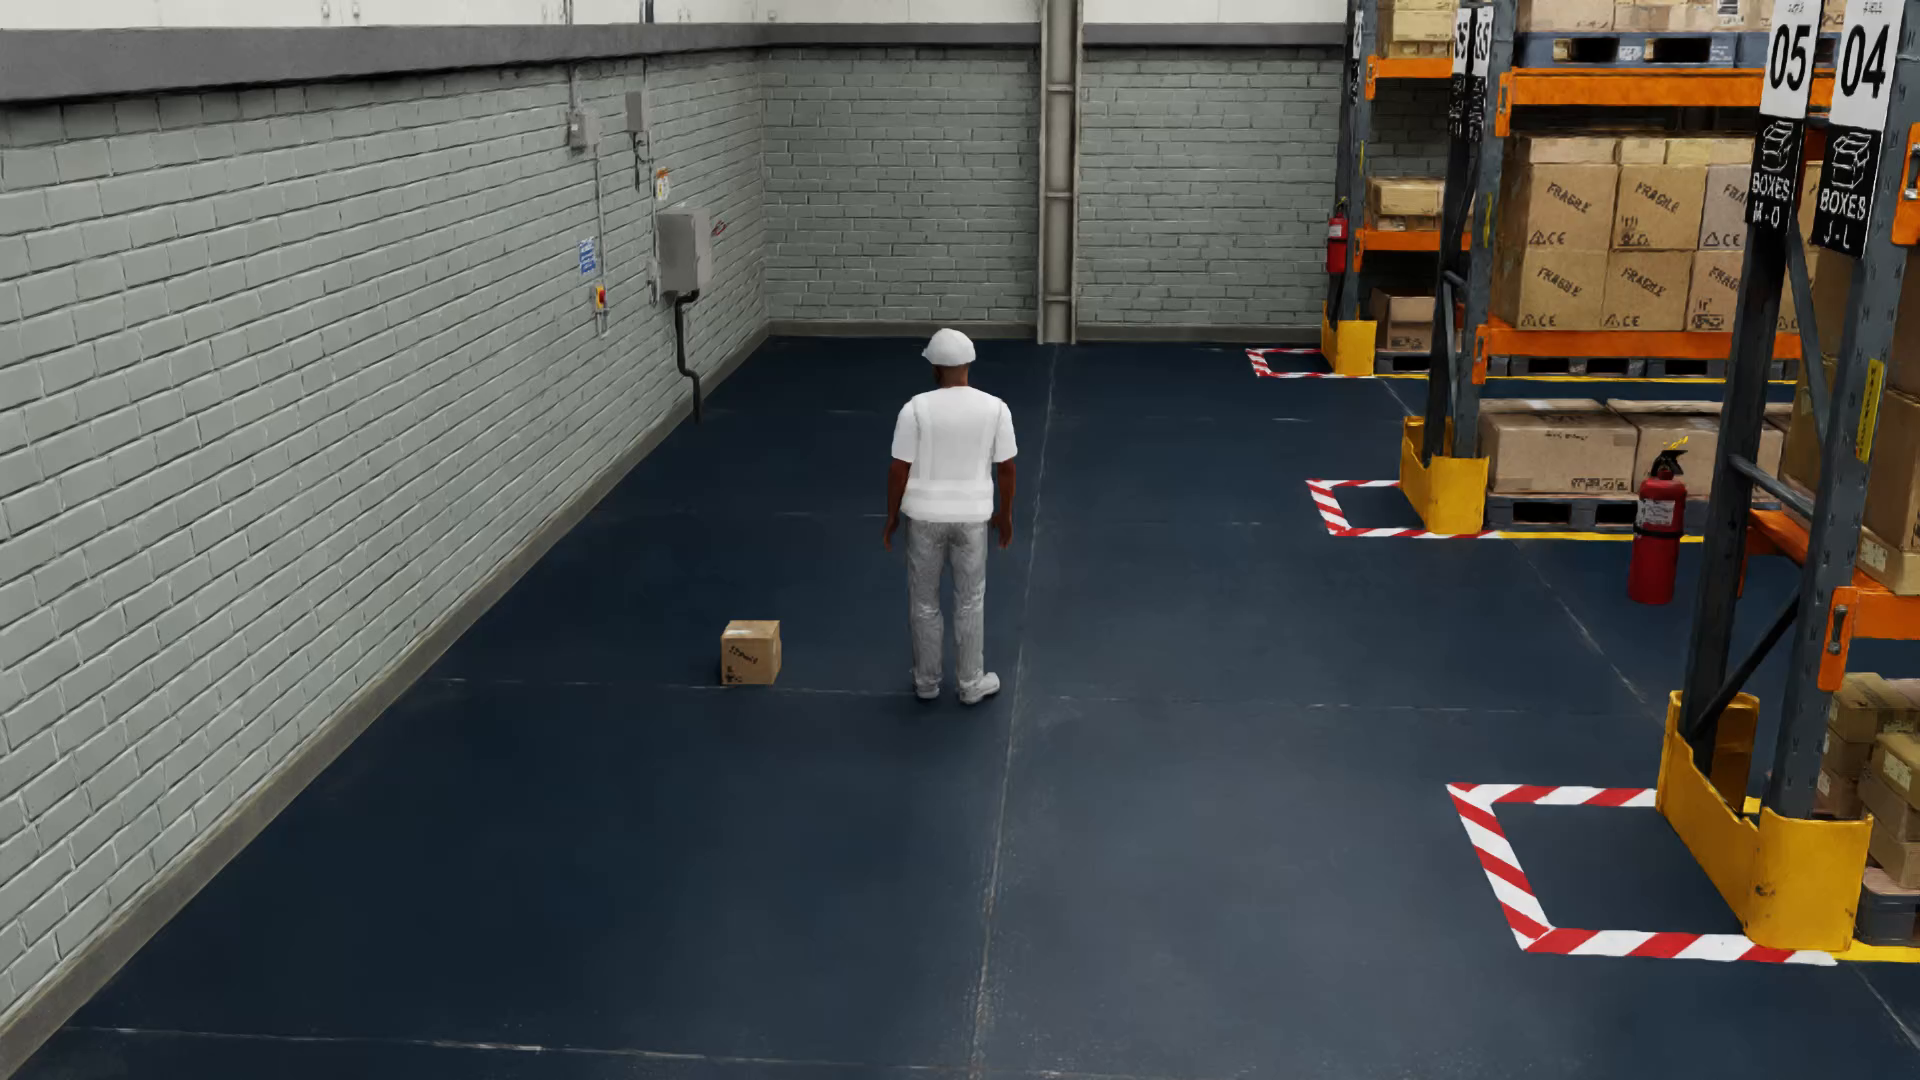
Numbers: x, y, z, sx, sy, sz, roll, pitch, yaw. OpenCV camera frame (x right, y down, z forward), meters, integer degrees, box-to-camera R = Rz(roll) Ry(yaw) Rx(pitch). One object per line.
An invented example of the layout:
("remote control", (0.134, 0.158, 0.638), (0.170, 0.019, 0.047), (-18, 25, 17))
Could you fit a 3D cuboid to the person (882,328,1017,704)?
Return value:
("person", (-0.055, -0.112, 7.779), (0.624, 1.773, 0.413), (-3, 18, -8))
